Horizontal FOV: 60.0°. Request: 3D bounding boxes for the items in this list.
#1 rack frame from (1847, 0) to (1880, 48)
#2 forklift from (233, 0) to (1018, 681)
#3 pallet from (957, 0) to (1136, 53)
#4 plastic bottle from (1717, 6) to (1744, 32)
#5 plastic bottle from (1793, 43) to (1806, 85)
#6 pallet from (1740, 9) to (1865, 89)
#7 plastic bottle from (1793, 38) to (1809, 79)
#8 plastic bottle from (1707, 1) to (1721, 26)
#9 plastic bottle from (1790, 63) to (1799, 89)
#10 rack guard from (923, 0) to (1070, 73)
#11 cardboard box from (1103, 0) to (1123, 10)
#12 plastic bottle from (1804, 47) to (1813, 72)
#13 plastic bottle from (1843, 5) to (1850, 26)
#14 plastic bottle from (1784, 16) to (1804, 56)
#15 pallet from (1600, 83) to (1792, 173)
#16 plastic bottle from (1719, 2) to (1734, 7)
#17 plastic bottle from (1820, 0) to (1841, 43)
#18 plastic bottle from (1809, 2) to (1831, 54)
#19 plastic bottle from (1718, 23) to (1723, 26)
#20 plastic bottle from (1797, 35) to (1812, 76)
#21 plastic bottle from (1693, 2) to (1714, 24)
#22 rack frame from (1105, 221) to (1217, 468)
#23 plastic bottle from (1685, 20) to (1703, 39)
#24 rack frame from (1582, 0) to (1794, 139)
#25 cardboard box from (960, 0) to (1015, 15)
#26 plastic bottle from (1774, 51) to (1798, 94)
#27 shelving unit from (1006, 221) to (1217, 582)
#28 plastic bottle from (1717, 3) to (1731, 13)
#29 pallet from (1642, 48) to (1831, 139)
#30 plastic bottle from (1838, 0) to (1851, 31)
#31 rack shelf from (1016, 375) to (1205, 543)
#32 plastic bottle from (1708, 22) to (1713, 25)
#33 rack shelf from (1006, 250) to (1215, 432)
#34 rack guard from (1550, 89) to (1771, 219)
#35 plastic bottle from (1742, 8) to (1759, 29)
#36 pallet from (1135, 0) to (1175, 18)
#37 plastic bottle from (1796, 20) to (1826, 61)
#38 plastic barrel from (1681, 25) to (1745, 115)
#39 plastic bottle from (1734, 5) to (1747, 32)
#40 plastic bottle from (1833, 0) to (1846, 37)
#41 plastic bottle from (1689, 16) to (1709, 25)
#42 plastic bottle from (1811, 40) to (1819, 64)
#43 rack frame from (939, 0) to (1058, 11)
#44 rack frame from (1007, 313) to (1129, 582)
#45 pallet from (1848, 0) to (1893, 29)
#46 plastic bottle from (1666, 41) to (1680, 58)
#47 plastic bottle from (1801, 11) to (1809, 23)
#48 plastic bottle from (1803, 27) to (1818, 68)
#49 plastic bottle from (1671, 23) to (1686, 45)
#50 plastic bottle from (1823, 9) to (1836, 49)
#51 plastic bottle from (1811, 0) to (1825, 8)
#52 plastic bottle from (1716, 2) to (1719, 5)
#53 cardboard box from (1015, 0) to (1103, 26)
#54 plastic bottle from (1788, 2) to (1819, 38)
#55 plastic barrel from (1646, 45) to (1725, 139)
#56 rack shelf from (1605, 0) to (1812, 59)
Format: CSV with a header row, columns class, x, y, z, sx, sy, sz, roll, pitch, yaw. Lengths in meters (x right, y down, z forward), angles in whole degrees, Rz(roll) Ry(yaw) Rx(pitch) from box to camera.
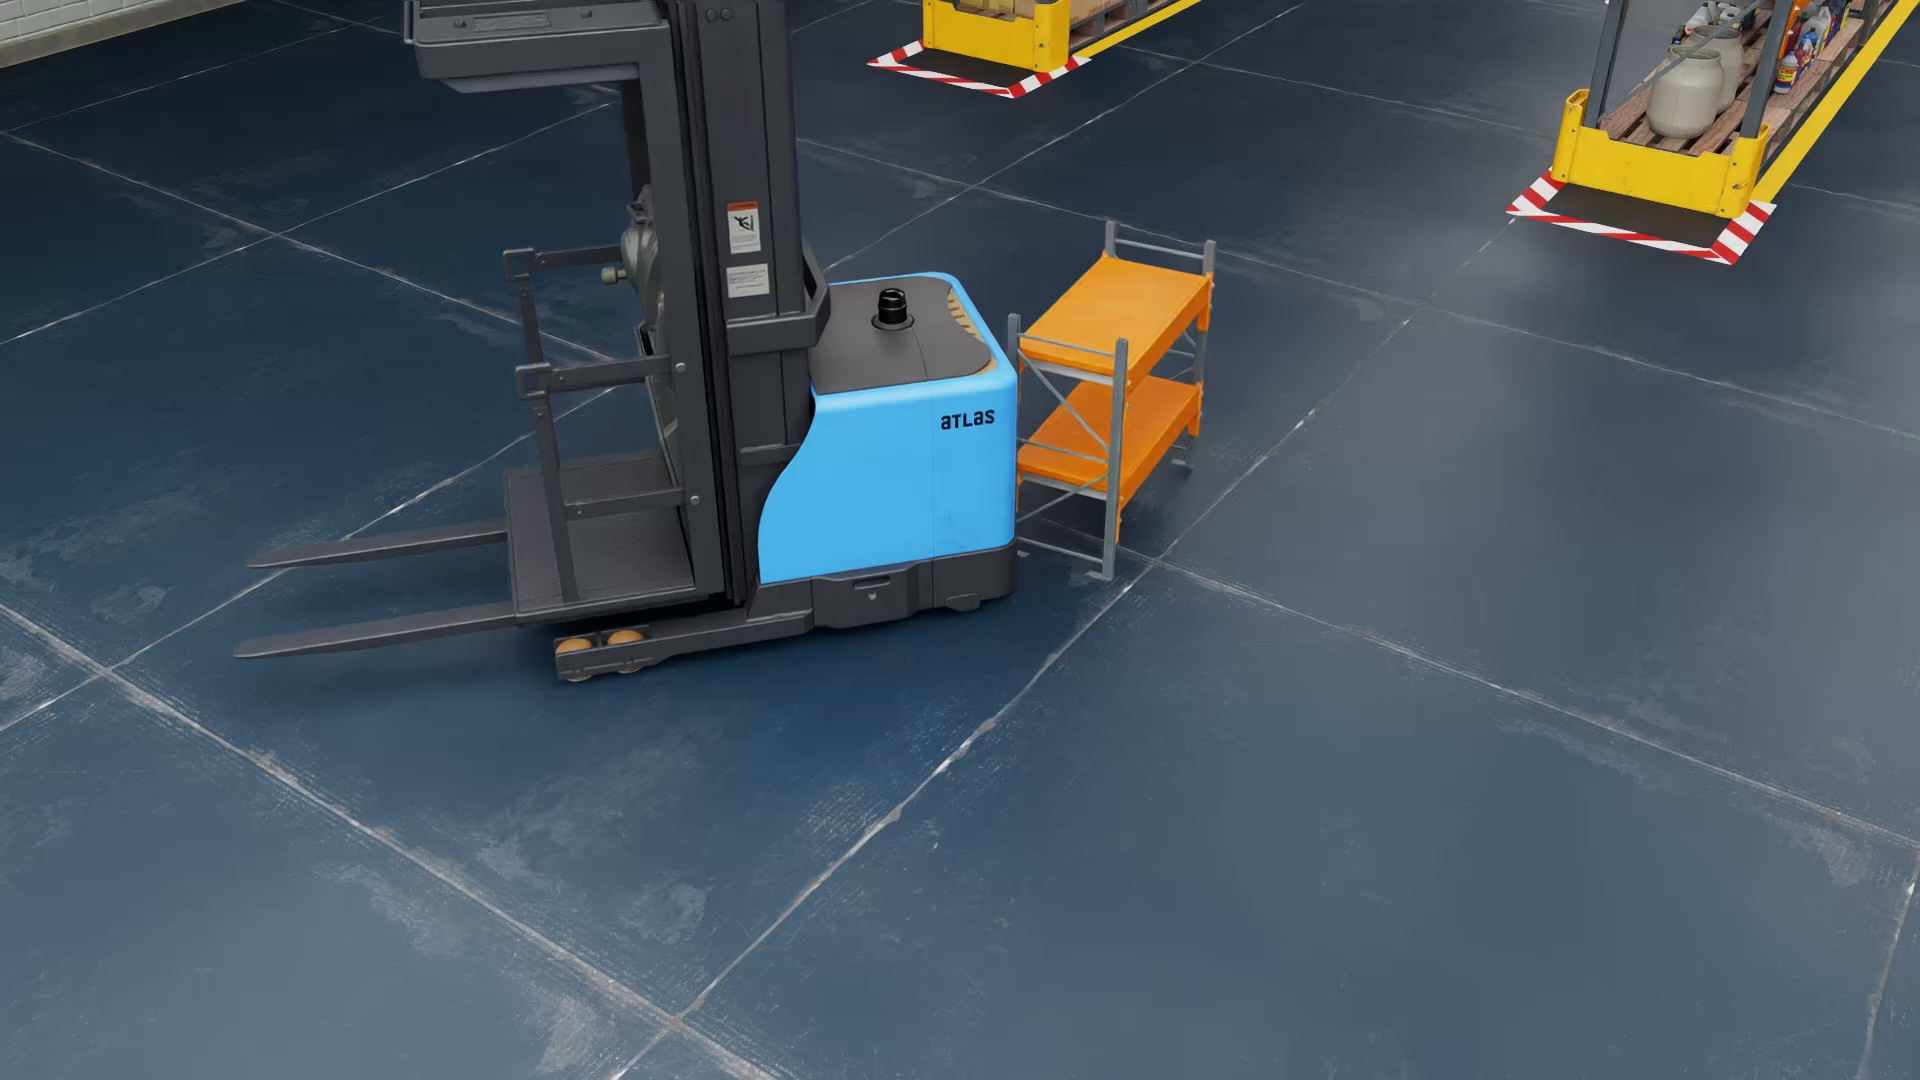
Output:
class,x,y,z,sx,sy,sz,roll,pitch,yaw
rack frame,6.628,-5.247,12.331,1.000,3.000,0.127,21,39,28
forklift,-1.342,-0.996,6.106,3.031,2.935,1.130,-9,35,-13
pallet,0.682,-4.200,13.273,1.003,0.211,1.213,21,39,28
plastic bottle,5.613,-3.744,12.147,0.152,0.276,0.135,21,39,28
plastic bottle,5.781,-3.297,11.479,0.061,0.283,0.133,22,40,29
pallet,6.211,-3.796,12.675,1.003,0.211,1.213,21,39,28
plastic bottle,5.833,-3.351,11.570,0.097,0.271,0.097,0,34,0
plastic bottle,5.477,-3.811,12.179,0.144,0.351,0.185,21,39,28
plastic bottle,5.696,-3.212,11.427,0.097,0.201,0.097,0,34,0
rack guard,0.267,-3.944,12.635,1.175,0.500,0.348,21,39,28
cardboard box,1.051,-4.432,13.206,0.500,0.250,0.500,21,39,28
plastic bottle,5.946,-3.414,11.725,0.097,0.201,0.097,0,34,0
plastic bottle,6.677,-4.004,12.598,0.097,0.201,0.097,0,34,0
plastic bottle,6.020,-3.639,11.985,0.061,0.283,0.133,21,39,28
pallet,4.820,-2.673,11.015,1.003,0.211,1.213,21,39,28
plastic bottle,5.719,-4.006,12.468,0.144,0.351,0.185,20,39,26
plastic bottle,6.388,-3.855,12.245,0.144,0.351,0.185,19,39,26
plastic bottle,6.204,-3.707,12.025,0.144,0.351,0.185,21,39,28
plastic bottle,5.495,-3.645,12.067,0.097,0.201,0.097,0,34,0
plastic bottle,5.890,-3.397,11.638,0.097,0.271,0.097,0,34,0
plastic bottle,5.371,-3.725,12.053,0.144,0.351,0.185,23,40,30
rack frame,0.871,-0.871,7.533,0.500,1.125,0.032,16,37,22
plastic bottle,5.201,-3.553,11.864,0.152,0.276,0.135,22,40,29
rack frame,4.347,-3.406,9.609,1.000,3.000,0.127,21,39,28
cardboard box,0.343,-4.366,13.109,0.500,0.250,0.500,21,39,28
plastic bottle,5.637,-3.193,11.337,0.097,0.271,0.097,0,34,0
shelving unit,0.645,-0.616,7.156,0.538,1.125,1.048,16,37,22
plastic bottle,5.666,-3.894,12.373,0.097,0.271,0.097,0,34,0
pallet,5.516,-3.232,11.841,1.003,0.211,1.213,21,39,28
plastic bottle,6.625,-3.977,12.486,0.061,0.283,0.133,23,41,30
rack shelf,0.645,-0.413,7.293,0.538,0.278,1.000,16,37,22
plastic bottle,5.288,-3.522,11.813,0.061,0.283,0.133,21,39,28
rack shelf,0.645,-0.858,6.992,0.538,0.278,1.000,16,37,22
rack guard,4.352,-2.421,10.383,1.175,0.500,0.348,21,39,28
plastic bottle,5.945,-4.047,12.529,0.144,0.351,0.185,21,39,28
pallet,1.378,-4.760,14.100,1.003,0.211,1.213,21,39,28
plastic bottle,6.108,-3.602,11.938,0.152,0.276,0.135,22,40,29
plastic barrel,4.946,-3.108,11.014,0.421,0.512,0.421,0,34,0
plastic bottle,5.843,-3.955,12.463,0.097,0.271,0.097,0,34,0
plastic bottle,6.498,-3.944,12.376,0.144,0.351,0.185,20,39,27
plastic bottle,5.280,-3.617,11.959,0.152,0.276,0.135,20,39,27
plastic bottle,6.063,-3.508,11.865,0.097,0.201,0.097,0,34,0
rack frame,0.280,-4.990,11.951,1.000,3.000,0.127,21,39,28
rack frame,0.419,-0.361,6.779,0.500,1.125,0.032,16,37,22
pallet,7.044,-4.466,13.665,1.003,0.211,1.213,21,39,28
plastic bottle,5.034,-3.415,11.727,0.097,0.201,0.097,0,34,0
plastic bottle,6.105,-3.700,12.075,0.061,0.283,0.133,21,39,28
plastic bottle,6.005,-3.490,11.776,0.097,0.271,0.097,0,34,0
plastic bottle,5.086,-3.508,11.792,0.061,0.283,0.133,22,40,29
plastic bottle,6.330,-3.739,12.134,0.061,0.283,0.133,24,41,31
plastic bottle,6.379,-3.990,12.444,0.144,0.351,0.185,21,39,28
plastic bottle,5.591,-3.916,12.395,0.061,0.283,0.133,23,40,30
cardboard box,0.769,-4.201,12.864,0.500,0.250,0.500,21,39,28
plastic bottle,6.252,-3.860,12.319,0.152,0.276,0.135,21,39,28
plastic barrel,4.660,-2.877,10.673,0.421,0.512,0.421,0,34,0
rack shelf,5.488,-4.029,11.172,1.077,0.370,4.000,21,39,28
